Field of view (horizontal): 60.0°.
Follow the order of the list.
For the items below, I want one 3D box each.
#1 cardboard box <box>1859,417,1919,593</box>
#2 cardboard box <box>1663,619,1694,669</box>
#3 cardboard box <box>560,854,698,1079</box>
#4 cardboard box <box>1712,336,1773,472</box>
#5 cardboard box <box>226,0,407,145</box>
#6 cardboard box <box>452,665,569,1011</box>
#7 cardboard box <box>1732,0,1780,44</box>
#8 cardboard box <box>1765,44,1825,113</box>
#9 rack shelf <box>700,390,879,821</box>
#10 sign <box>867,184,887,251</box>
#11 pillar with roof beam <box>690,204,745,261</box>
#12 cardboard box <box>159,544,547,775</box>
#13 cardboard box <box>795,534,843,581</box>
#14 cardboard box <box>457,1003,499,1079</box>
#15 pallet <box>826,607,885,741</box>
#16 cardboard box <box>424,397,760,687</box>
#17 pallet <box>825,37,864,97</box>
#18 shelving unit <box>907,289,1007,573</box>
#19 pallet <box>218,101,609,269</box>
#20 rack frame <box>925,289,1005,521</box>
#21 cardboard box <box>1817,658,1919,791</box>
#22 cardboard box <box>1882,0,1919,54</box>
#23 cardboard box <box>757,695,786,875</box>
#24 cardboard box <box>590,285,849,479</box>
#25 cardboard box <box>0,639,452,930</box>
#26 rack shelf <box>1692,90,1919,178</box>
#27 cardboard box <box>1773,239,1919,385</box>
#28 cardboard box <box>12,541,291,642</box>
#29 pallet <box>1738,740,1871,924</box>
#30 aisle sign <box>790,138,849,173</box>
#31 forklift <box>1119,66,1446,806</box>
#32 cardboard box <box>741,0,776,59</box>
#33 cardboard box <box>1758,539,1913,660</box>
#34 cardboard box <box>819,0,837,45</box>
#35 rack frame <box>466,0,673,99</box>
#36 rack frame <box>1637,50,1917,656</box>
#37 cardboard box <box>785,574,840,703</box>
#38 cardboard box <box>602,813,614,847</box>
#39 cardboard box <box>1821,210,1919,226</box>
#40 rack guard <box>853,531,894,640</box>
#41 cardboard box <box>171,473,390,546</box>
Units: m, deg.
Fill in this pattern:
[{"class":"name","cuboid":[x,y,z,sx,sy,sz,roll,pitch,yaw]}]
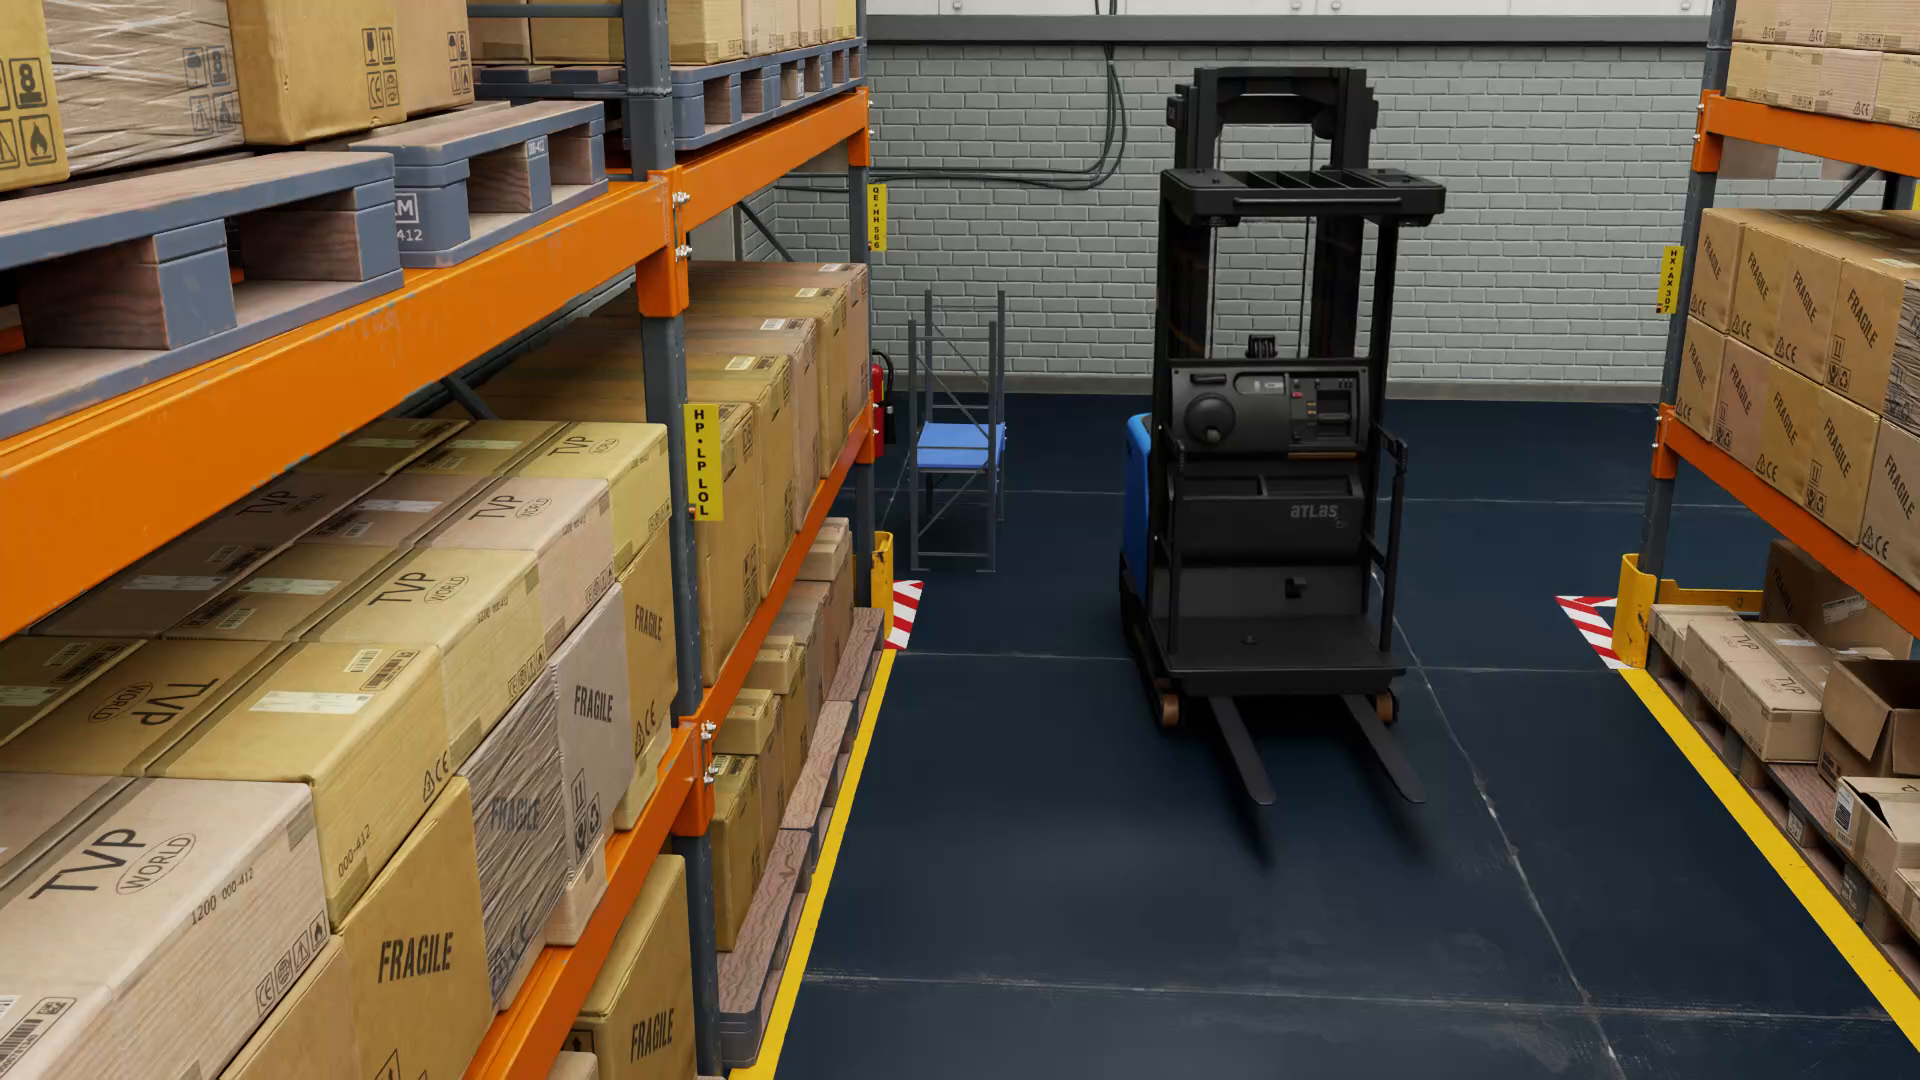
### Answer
[{"class":"cardboard box","cuboid":[3.551,-0.124,5.822,0.500,0.500,0.500,2,18,5]},{"class":"cardboard box","cuboid":[3.597,0.500,7.924,0.380,0.166,0.250,1,18,4]},{"class":"cardboard box","cuboid":[-1.157,1.322,4.349,0.750,0.750,0.750,1,18,5]},{"class":"cardboard box","cuboid":[3.661,-0.593,7.255,0.500,0.500,0.500,1,18,3]},{"class":"cardboard box","cuboid":[-1.388,-0.942,2.795,0.700,0.500,0.500,1,18,3]},{"class":"cardboard box","cuboid":[-1.093,0.560,3.225,0.500,0.500,0.500,1,18,4]},{"class":"cardboard box","cuboid":[3.691,-2.276,7.171,0.500,0.250,0.500,1,18,4]},{"class":"cardboard box","cuboid":[3.648,-1.883,6.776,0.500,0.250,0.500,1,18,4]},{"class":"rack shelf","cuboid":[-1.097,0.016,6.713,1.077,0.370,4.000,1,18,4]},{"class":"sign","cuboid":[-0.413,-1.593,8.229,0.100,0.325,0.005,1,18,4]},{"class":"pillar with roof beam","cuboid":[2.671,-4.560,9.887,9.100,9.000,0.400,1,18,4]},{"class":"cardboard box","cuboid":[-1.102,0.208,3.095,0.500,0.250,0.500,2,18,5]},{"class":"cardboard box","cuboid":[-0.749,0.076,7.672,0.380,0.149,0.250,2,18,5]},{"class":"cardboard box","cuboid":[-1.117,0.910,3.200,0.380,0.149,0.250,1,18,2]},{"class":"pallet","cuboid":[-0.933,0.628,8.167,1.003,0.211,1.213,1,18,4]},{"class":"cardboard box","cuboid":[-1.185,-0.015,5.171,0.980,0.700,0.700,2,18,5]},{"class":"pallet","cuboid":[-0.996,-2.100,7.339,1.003,0.211,1.213,1,18,4]},{"class":"shelving unit","cuboid":[-0.006,-0.686,10.109,0.538,1.500,1.048,1,18,4]},{"class":"pallet","cuboid":[-1.257,-0.753,3.395,0.805,0.209,1.217,1,18,2]},{"class":"rack frame","cuboid":[0.030,-0.844,10.590,0.500,1.500,0.032,1,18,4]},{"class":"cardboard box","cuboid":[3.830,0.798,6.472,0.797,0.503,0.637,1,18,4]},{"class":"cardboard box","cuboid":[3.579,-1.810,5.750,0.500,0.250,0.500,1,18,4]},{"class":"cardboard box","cuboid":[-1.045,0.898,6.206,0.700,0.500,0.500,1,18,3]},{"class":"cardboard box","cuboid":[-1.021,-0.705,7.275,0.980,0.700,0.700,1,18,3]},{"class":"cardboard box","cuboid":[-1.137,0.367,2.612,0.500,0.250,0.500,1,18,3]},{"class":"rack shelf","cuboid":[3.844,-1.300,5.912,1.077,0.370,4.000,1,18,4]},{"class":"cardboard box","cuboid":[3.622,-0.911,6.618,0.500,0.500,0.500,2,18,5]},{"class":"cardboard box","cuboid":[-1.595,0.196,3.133,0.500,0.250,0.500,1,18,2]},{"class":"pallet","cuboid":[3.836,1.137,6.615,1.003,0.211,1.213,1,18,4]},{"class":"aisle sign","cuboid":[-0.649,-2.198,8.139,0.394,0.787,0.004,1,18,4]},{"class":"forklift","cuboid":[1.462,-0.616,7.596,1.130,2.935,3.031,-1,18,-2]},{"class":"cardboard box","cuboid":[-0.877,-1.673,5.299,0.500,0.250,0.500,1,18,3]},{"class":"cardboard box","cuboid":[4.194,0.315,7.951,0.500,0.500,0.500,1,18,4]},{"class":"cardboard box","cuboid":[-0.777,-2.153,6.766,0.500,0.250,0.500,1,18,2]},{"class":"rack frame","cuboid":[-1.240,-2.556,3.771,1.000,3.000,0.127,1,18,4]},{"class":"rack frame","cuboid":[3.988,-0.838,8.162,1.000,3.000,0.127,1,18,4]},{"class":"cardboard box","cuboid":[-0.940,0.416,7.675,0.700,0.500,0.500,1,18,4]},{"class":"cardboard box","cuboid":[-1.040,0.675,3.918,0.380,0.149,0.250,2,18,6]},{"class":"cardboard box","cuboid":[4.230,-1.216,7.550,0.500,0.500,0.500,1,18,3]},{"class":"rack guard","cuboid":[-0.952,0.233,8.908,1.175,0.500,0.348,1,18,4]},{"class":"cardboard box","cuboid":[-1.564,0.040,3.609,0.500,0.250,0.500,1,18,5]}]
